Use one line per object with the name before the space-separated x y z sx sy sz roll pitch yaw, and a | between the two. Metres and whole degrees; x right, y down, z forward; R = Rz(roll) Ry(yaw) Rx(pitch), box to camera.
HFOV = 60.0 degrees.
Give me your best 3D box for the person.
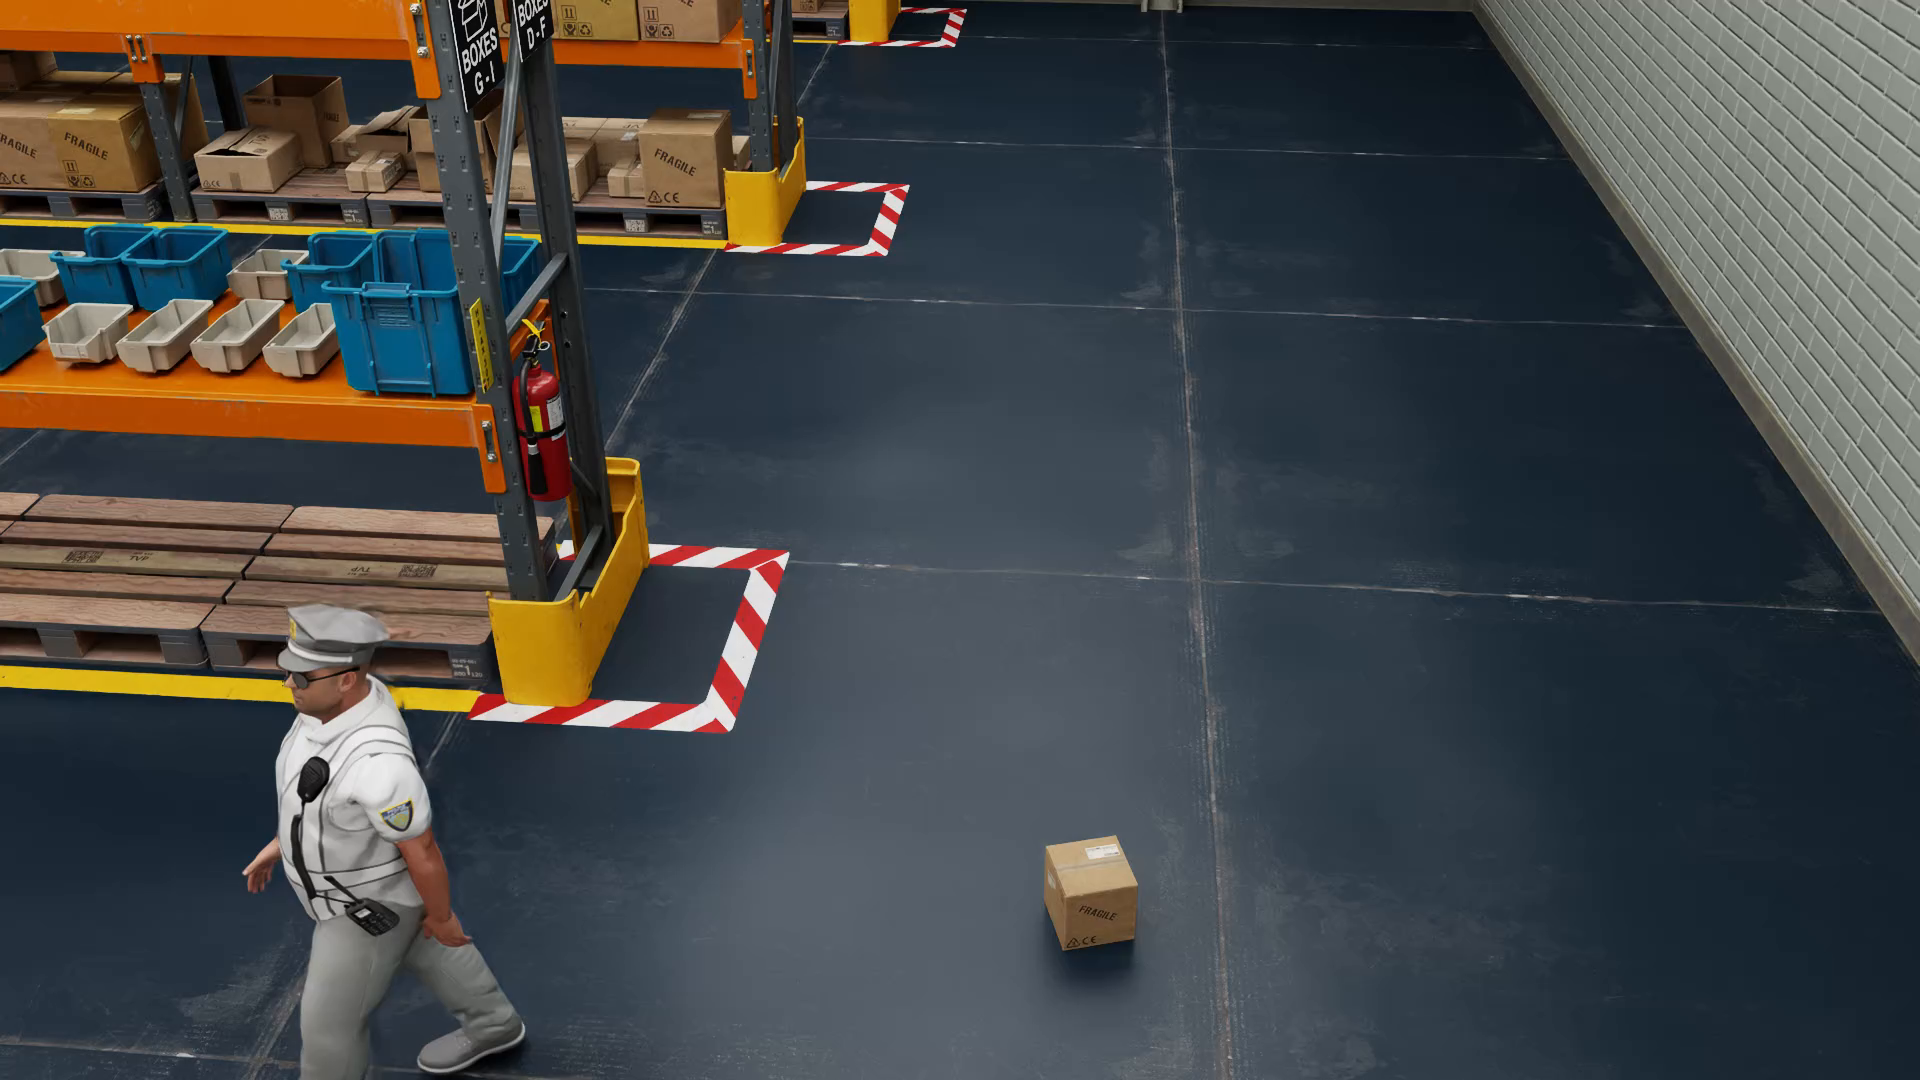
person | -1.738 0.953 4.559 0.894 1.761 0.534 -14 35 -22
